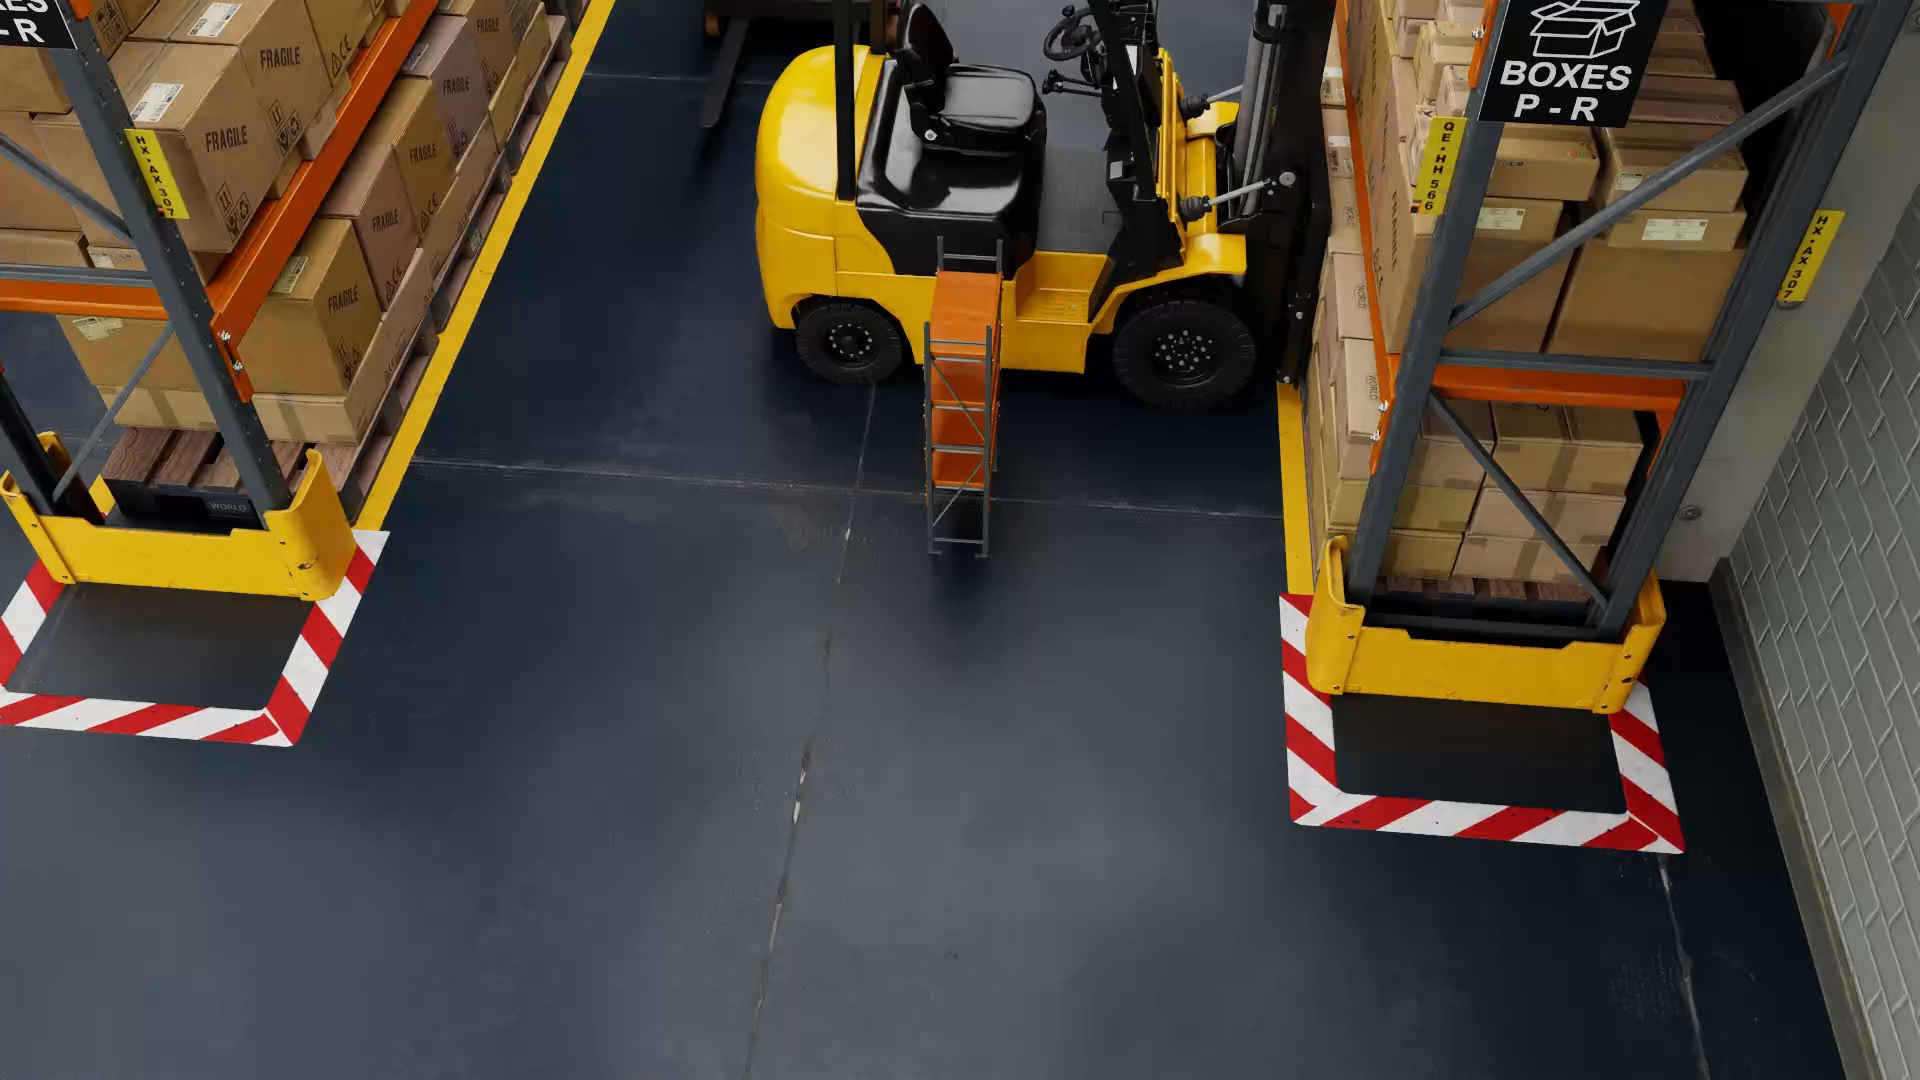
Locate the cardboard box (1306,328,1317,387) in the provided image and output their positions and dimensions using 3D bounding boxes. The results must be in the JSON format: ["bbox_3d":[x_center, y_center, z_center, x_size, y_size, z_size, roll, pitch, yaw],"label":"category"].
[{"bbox_3d":[1.743,-0.860,7.082,0.500,0.250,0.500,4,48,4],"label":"cardboard box"}]

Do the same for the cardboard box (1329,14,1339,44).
[{"bbox_3d":[1.857,-2.329,7.748,0.500,0.250,0.500,4,48,4],"label":"cardboard box"}]

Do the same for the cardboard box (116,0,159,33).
[{"bbox_3d":[-3.155,-2.112,5.702,0.700,0.500,0.500,4,48,4],"label":"cardboard box"}]

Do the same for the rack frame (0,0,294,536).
[{"bbox_3d":[-3.037,-0.879,5.521,1.000,3.000,0.127,4,48,4],"label":"rack frame"}]

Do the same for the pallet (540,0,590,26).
[{"bbox_3d":[-2.603,-3.449,9.762,1.003,0.211,1.213,4,48,4],"label":"pallet"}]

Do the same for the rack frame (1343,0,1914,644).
[{"bbox_3d":[1.906,-0.548,5.218,1.000,3.000,0.127,4,48,4],"label":"rack frame"}]

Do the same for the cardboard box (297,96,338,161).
[{"bbox_3d":[-2.618,-1.589,6.341,0.380,0.149,0.250,5,48,4],"label":"cardboard box"}]

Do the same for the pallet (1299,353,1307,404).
[{"bbox_3d":[2.048,-1.065,7.581,1.003,0.211,1.213,4,48,4],"label":"pallet"}]

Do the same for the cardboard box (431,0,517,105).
[{"bbox_3d":[-2.504,-2.458,8.036,0.500,0.500,0.500,5,48,4],"label":"cardboard box"}]

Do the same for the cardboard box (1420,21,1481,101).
[{"bbox_3d":[1.717,-1.556,5.431,0.380,0.149,0.250,5,48,4],"label":"cardboard box"}]

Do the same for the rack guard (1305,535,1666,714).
[{"bbox_3d":[1.904,0.314,6.124,1.175,0.500,0.348,4,48,4],"label":"rack guard"}]

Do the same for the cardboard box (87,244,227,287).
[{"bbox_3d":[-2.800,-1.030,5.829,0.380,0.149,0.250,4,48,4],"label":"cardboard box"}]

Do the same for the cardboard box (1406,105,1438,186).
[{"bbox_3d":[1.652,-1.264,5.366,0.380,0.149,0.250,5,48,4],"label":"cardboard box"}]

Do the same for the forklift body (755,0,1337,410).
[{"bbox_3d":[0.262,-1.777,6.918,2.313,2.155,1.214,4,48,4],"label":"forklift body"}]

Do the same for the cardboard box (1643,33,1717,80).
[{"bbox_3d":[2.217,-1.518,5.397,0.380,0.149,0.250,5,48,4],"label":"cardboard box"}]

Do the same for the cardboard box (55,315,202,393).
[{"bbox_3d":[-3.224,-0.952,6.658,0.500,0.500,0.500,4,48,4],"label":"cardboard box"}]

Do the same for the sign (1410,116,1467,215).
[{"bbox_3d":[1.367,-1.065,4.746,0.100,0.325,0.005,4,48,4],"label":"sign"}]

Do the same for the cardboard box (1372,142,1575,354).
[{"bbox_3d":[1.689,-0.961,5.528,0.500,0.500,0.500,3,48,3],"label":"cardboard box"}]

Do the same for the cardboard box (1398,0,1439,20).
[{"bbox_3d":[1.727,-1.932,5.776,0.380,0.149,0.250,5,48,4],"label":"cardboard box"}]

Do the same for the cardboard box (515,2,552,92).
[{"bbox_3d":[-2.459,-2.579,8.655,0.500,0.250,0.500,6,48,5],"label":"cardboard box"}]

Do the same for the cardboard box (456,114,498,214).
[{"bbox_3d":[-2.549,-1.814,7.955,0.500,0.250,0.500,5,48,4],"label":"cardboard box"}]

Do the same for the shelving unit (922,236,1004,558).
[{"bbox_3d":[0.015,-0.527,6.419,0.258,1.200,0.503,4,48,4],"label":"shelving unit"}]

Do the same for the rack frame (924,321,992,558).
[{"bbox_3d":[-0.007,-0.347,6.255,0.240,1.200,0.015,4,48,4],"label":"rack frame"}]

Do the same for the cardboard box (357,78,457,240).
[{"bbox_3d":[-2.590,-1.690,7.333,0.500,0.500,0.500,5,48,4],"label":"cardboard box"}]

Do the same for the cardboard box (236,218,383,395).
[{"bbox_3d":[-2.687,-0.937,6.645,0.500,0.500,0.500,2,48,2],"label":"cardboard box"}]

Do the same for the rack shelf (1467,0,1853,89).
[{"bbox_3d":[2.088,-2.787,5.721,1.077,0.370,4.000,4,48,4],"label":"rack shelf"}]

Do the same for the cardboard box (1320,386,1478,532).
[{"bbox_3d":[1.639,-0.309,6.240,0.500,0.250,0.500,3,48,3],"label":"cardboard box"}]

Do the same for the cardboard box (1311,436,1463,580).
[{"bbox_3d":[1.634,-0.128,6.413,0.500,0.250,0.500,4,48,4],"label":"cardboard box"}]

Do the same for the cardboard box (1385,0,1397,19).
[{"bbox_3d":[1.751,-2.018,6.056,0.380,0.149,0.250,4,48,4],"label":"cardboard box"}]

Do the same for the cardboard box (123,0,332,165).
[{"bbox_3d":[-2.674,-1.723,6.024,0.500,0.500,0.500,5,48,5],"label":"cardboard box"}]

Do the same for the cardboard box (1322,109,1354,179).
[{"bbox_3d":[1.768,-1.577,7.061,0.500,0.250,0.500,3,48,3],"label":"cardboard box"}]

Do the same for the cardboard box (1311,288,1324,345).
[{"bbox_3d":[1.722,-1.057,6.924,0.500,0.250,0.500,3,48,3],"label":"cardboard box"}]

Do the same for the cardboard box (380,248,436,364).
[{"bbox_3d":[-2.635,-1.041,7.248,0.500,0.250,0.500,5,48,5],"label":"cardboard box"}]

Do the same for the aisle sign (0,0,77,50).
[{"bbox_3d":[-2.734,-1.690,4.501,0.394,0.787,0.004,4,48,4],"label":"aisle sign"}]

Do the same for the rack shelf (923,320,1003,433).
[{"bbox_3d":[0.015,-0.632,6.303,0.258,0.148,0.480,4,48,4],"label":"rack shelf"}]

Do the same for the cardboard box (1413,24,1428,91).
[{"bbox_3d":[1.771,-1.632,5.702,0.380,0.149,0.250,4,48,3],"label":"cardboard box"}]

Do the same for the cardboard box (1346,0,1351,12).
[{"bbox_3d":[1.894,-2.456,6.896,0.500,0.500,0.500,3,48,3],"label":"cardboard box"}]

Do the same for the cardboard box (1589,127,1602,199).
[{"bbox_3d":[2.154,-1.218,5.324,0.380,0.149,0.250,4,48,4],"label":"cardboard box"}]

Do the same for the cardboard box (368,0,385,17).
[{"bbox_3d":[-2.591,-2.472,6.709,0.500,0.500,0.500,3,48,3],"label":"cardboard box"}]

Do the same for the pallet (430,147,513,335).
[{"bbox_3d":[-2.808,-1.482,7.962,1.003,0.211,1.213,4,48,4],"label":"pallet"}]

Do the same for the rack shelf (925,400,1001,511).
[{"bbox_3d":[0.015,-0.347,6.615,0.258,0.148,0.480,4,48,4],"label":"rack shelf"}]

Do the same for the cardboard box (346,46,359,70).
[{"bbox_3d":[-2.663,-1.980,6.698,0.380,0.149,0.250,5,48,5],"label":"cardboard box"}]

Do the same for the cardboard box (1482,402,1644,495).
[{"bbox_3d":[2.138,-0.439,6.020,0.500,0.250,0.500,3,48,3],"label":"cardboard box"}]

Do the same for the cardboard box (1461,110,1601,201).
[{"bbox_3d":[1.729,-1.178,5.086,0.380,0.149,0.250,4,48,4],"label":"cardboard box"}]

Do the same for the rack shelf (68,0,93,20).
[{"bbox_3d":[-2.855,-3.118,6.024,1.077,0.370,4.000,4,48,4],"label":"rack shelf"}]

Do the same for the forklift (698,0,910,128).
[{"bbox_3d":[-0.850,-4.008,8.429,1.130,2.935,3.031,3,48,3],"label":"forklift"}]

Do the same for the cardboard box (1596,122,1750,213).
[{"bbox_3d":[2.149,-1.133,5.045,0.380,0.149,0.250,3,48,3],"label":"cardboard box"}]

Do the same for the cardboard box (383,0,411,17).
[{"bbox_3d":[-2.528,-2.352,7.039,0.380,0.149,0.250,4,48,4],"label":"cardboard box"}]

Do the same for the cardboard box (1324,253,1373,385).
[{"bbox_3d":[1.678,-0.834,6.381,0.500,0.250,0.500,5,48,4],"label":"cardboard box"}]

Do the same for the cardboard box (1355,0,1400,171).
[{"bbox_3d":[1.792,-1.718,6.221,0.500,0.500,0.500,3,48,3],"label":"cardboard box"}]
